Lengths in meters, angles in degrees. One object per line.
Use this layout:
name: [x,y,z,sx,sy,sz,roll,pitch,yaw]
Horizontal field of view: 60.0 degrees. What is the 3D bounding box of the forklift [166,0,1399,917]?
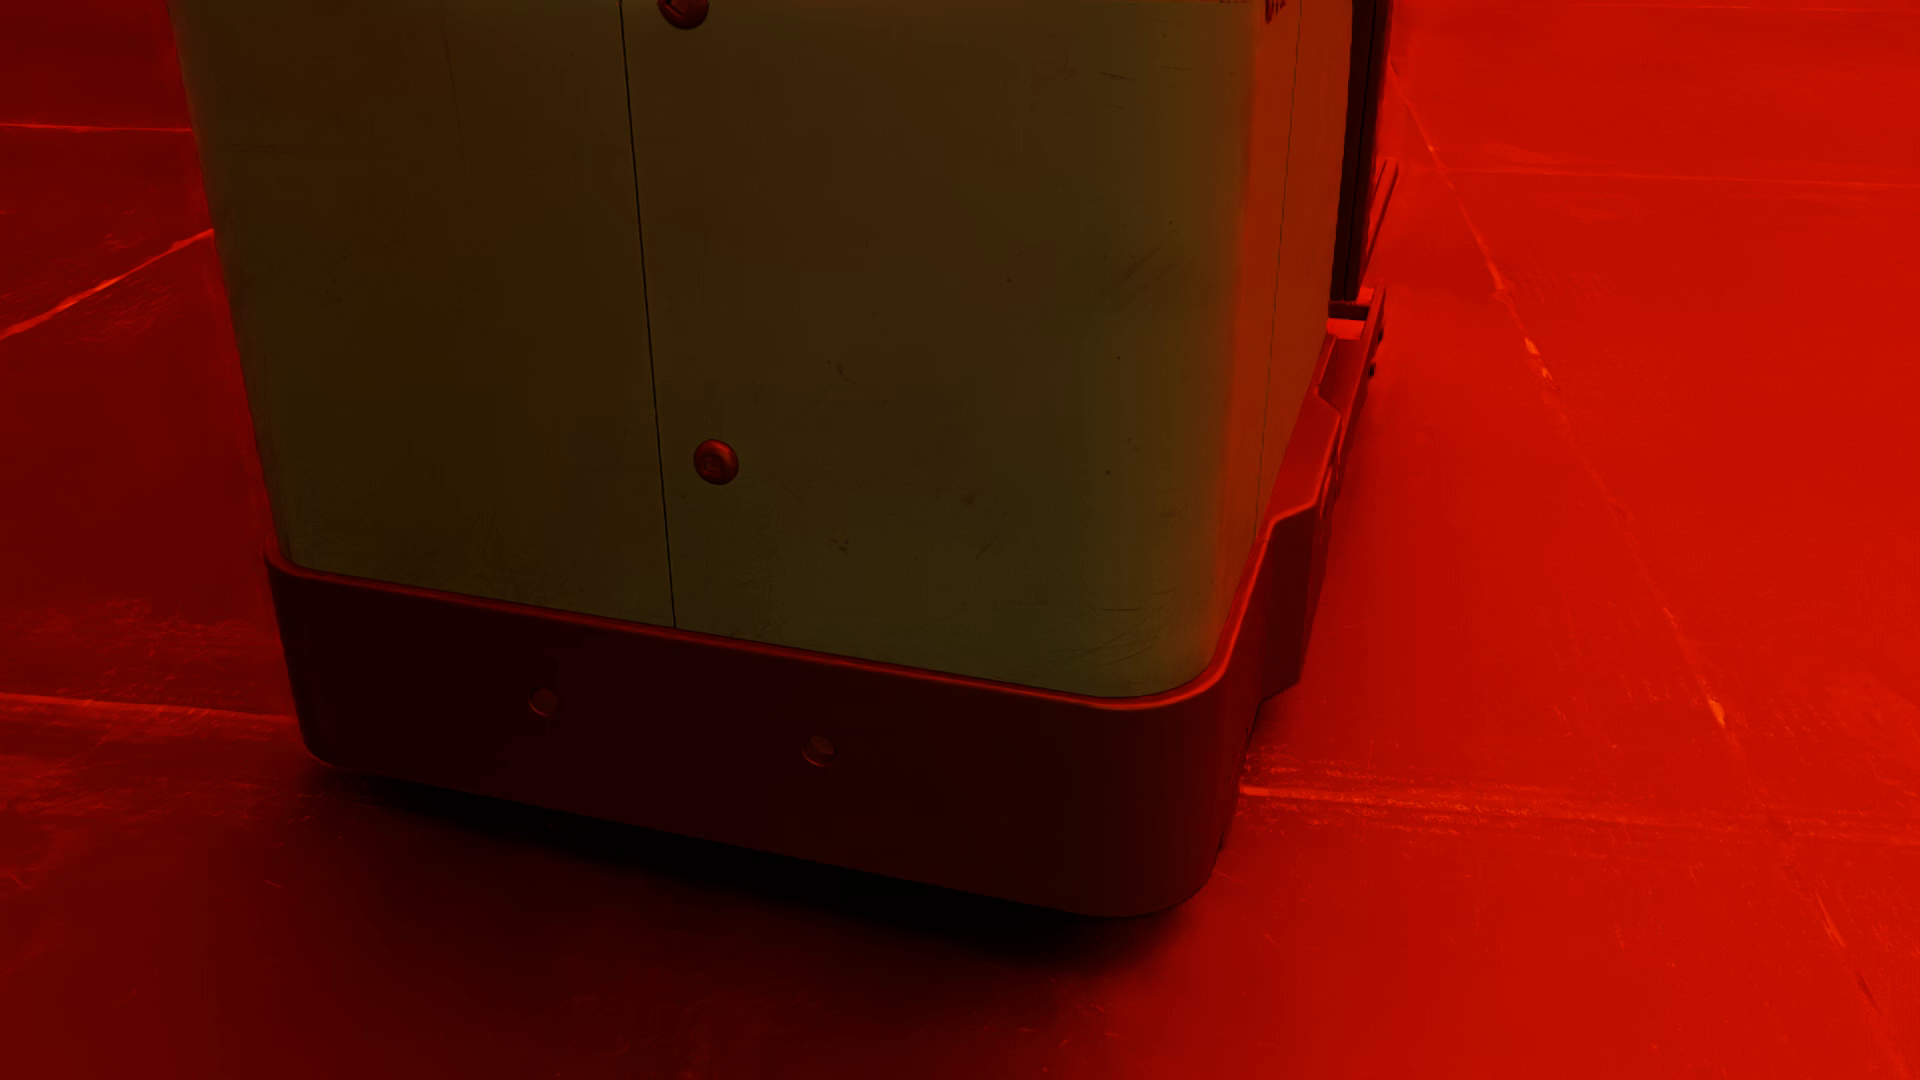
forklift: [0.171,-1.585,2.393,1.130,2.935,3.031,8,28,15]
